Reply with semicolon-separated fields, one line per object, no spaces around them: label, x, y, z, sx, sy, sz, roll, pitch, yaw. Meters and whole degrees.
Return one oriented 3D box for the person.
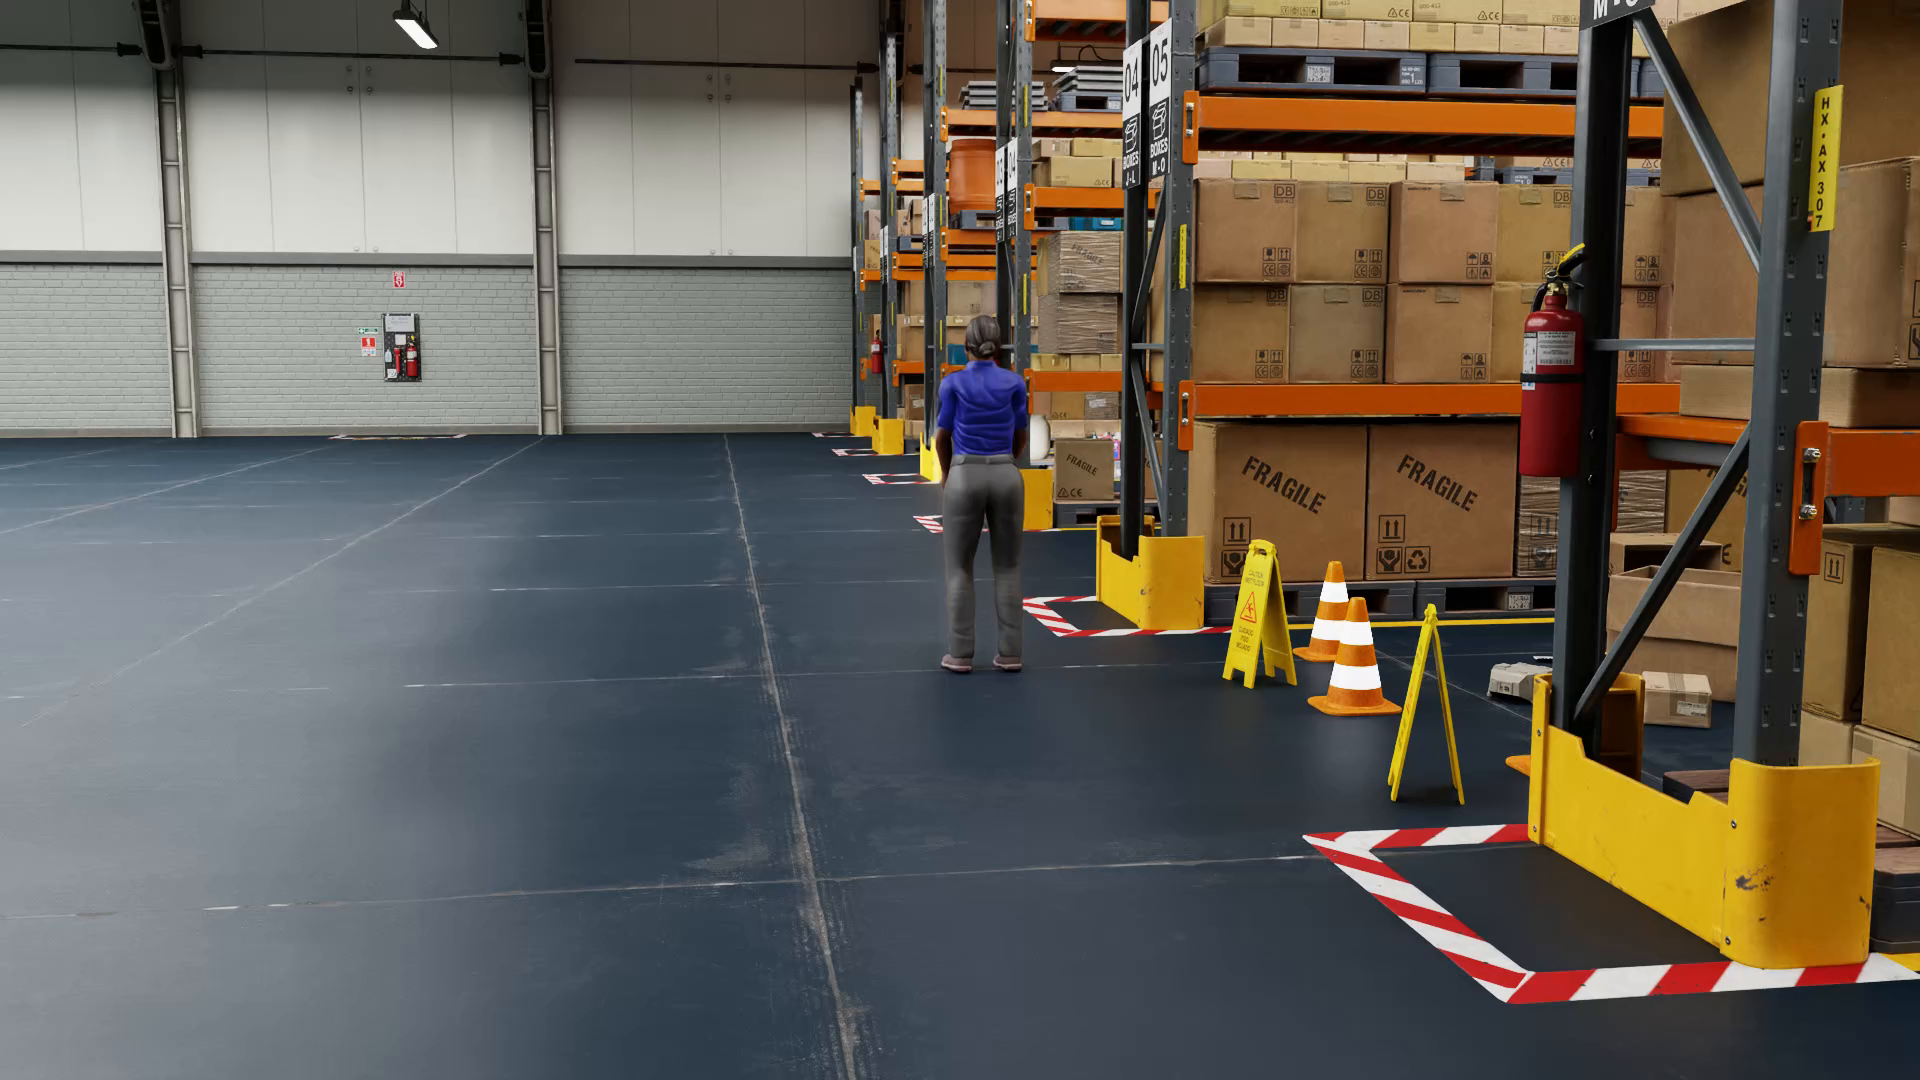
person;0.094;-0.221;7.812;0.441;1.656;0.502;-1;7;-9
